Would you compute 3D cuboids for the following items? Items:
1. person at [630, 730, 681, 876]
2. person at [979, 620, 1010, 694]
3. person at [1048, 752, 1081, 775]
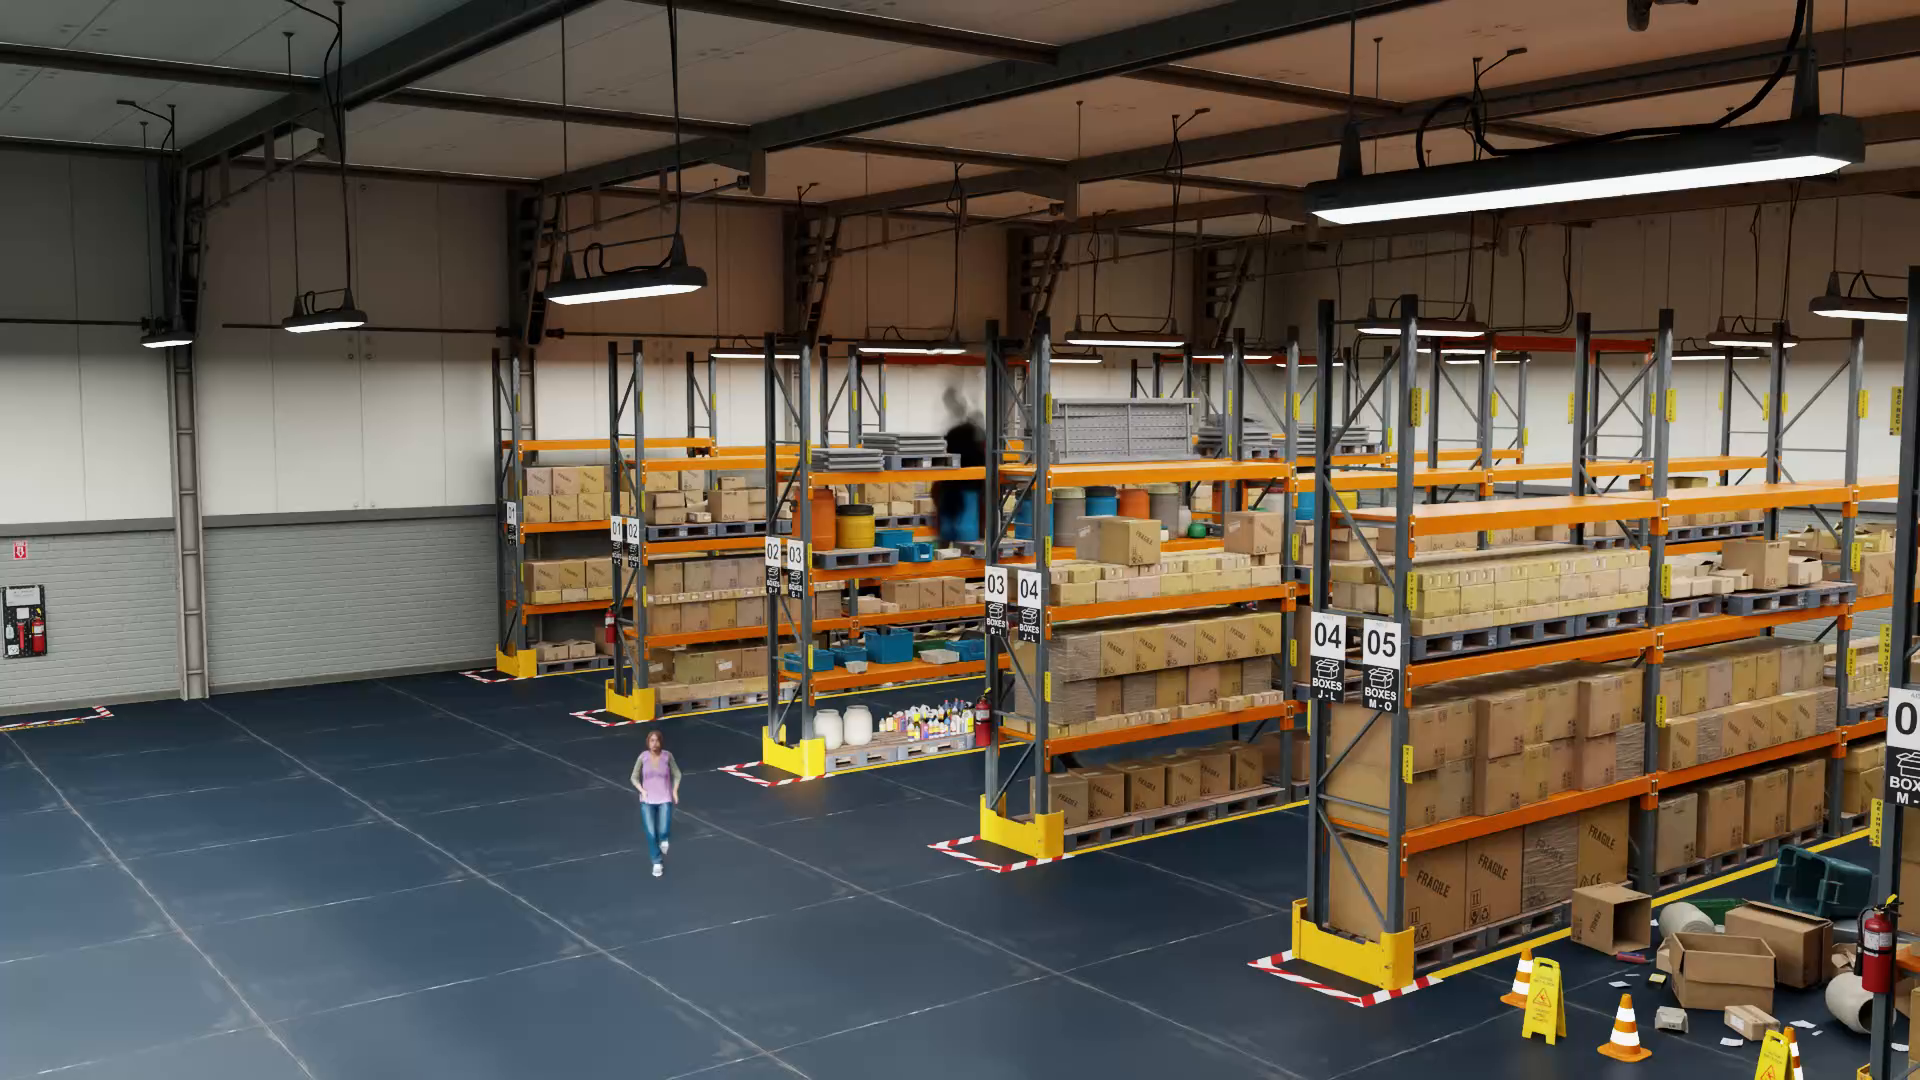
[{"bbox_3d":[-3.284,2.833,17.968,0.539,1.541,0.549,-1,5,-9],"label":"person"},{"bbox_3d":[0.587,1.873,27.807,0.604,1.739,0.839,4,7,40],"label":"person"},{"bbox_3d":[1.274,2.389,21.609,0.983,1.842,0.730,-3,6,-34],"label":"person"}]
